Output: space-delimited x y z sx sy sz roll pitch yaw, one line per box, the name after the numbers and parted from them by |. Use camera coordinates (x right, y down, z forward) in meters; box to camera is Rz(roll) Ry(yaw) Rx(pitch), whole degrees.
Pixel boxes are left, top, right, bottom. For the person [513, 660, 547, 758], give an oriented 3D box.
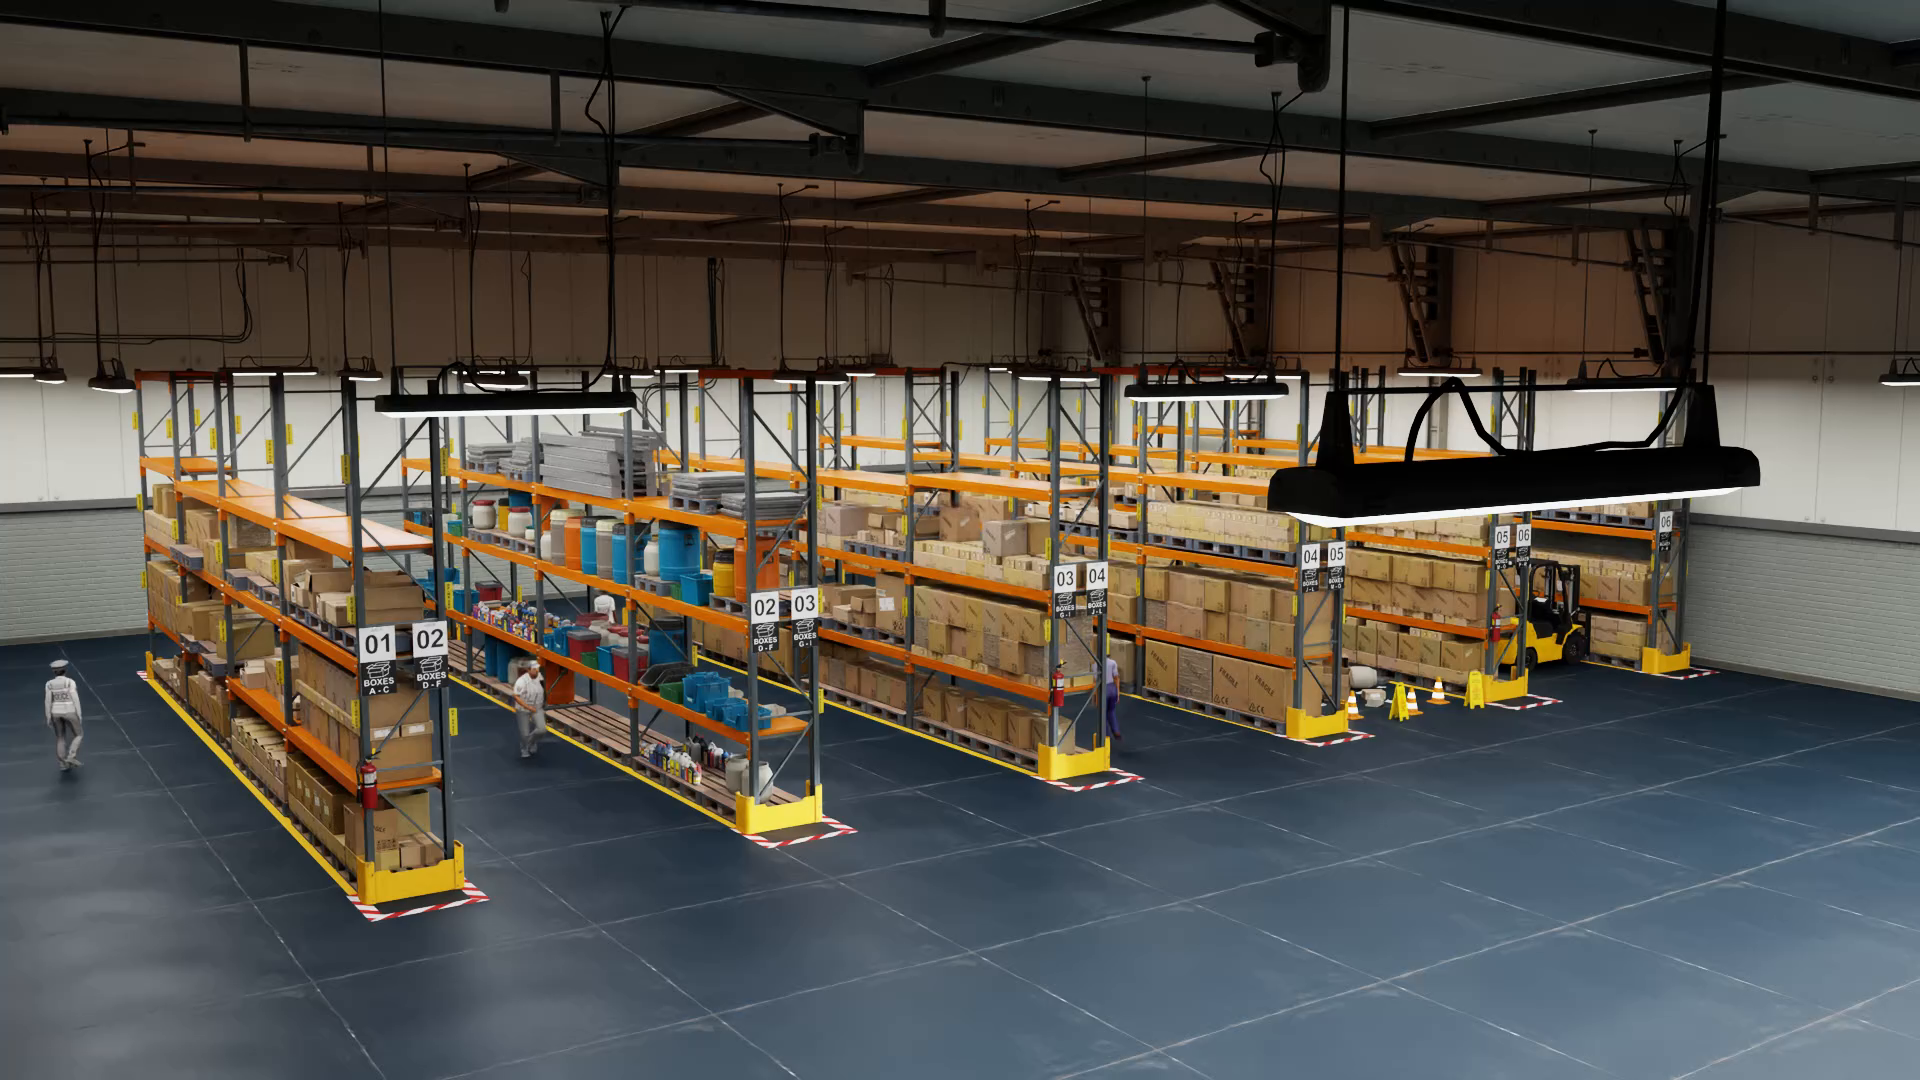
-6.711 2.632 25.924 0.582 1.582 0.658 -4 8 -33 | person

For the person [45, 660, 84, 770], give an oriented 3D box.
-13.579 2.667 25.169 0.512 1.674 0.469 -1 6 -5 | person

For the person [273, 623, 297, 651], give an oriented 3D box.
-12.723 2.081 31.419 0.461 1.388 1.033 -5 8 -36 | person

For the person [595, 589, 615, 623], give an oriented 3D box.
-7.139 1.717 33.576 0.472 1.676 0.463 0 6 2 | person

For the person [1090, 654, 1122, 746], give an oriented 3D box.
2.339 2.496 26.768 0.539 1.636 0.462 -3 7 -25 | person
